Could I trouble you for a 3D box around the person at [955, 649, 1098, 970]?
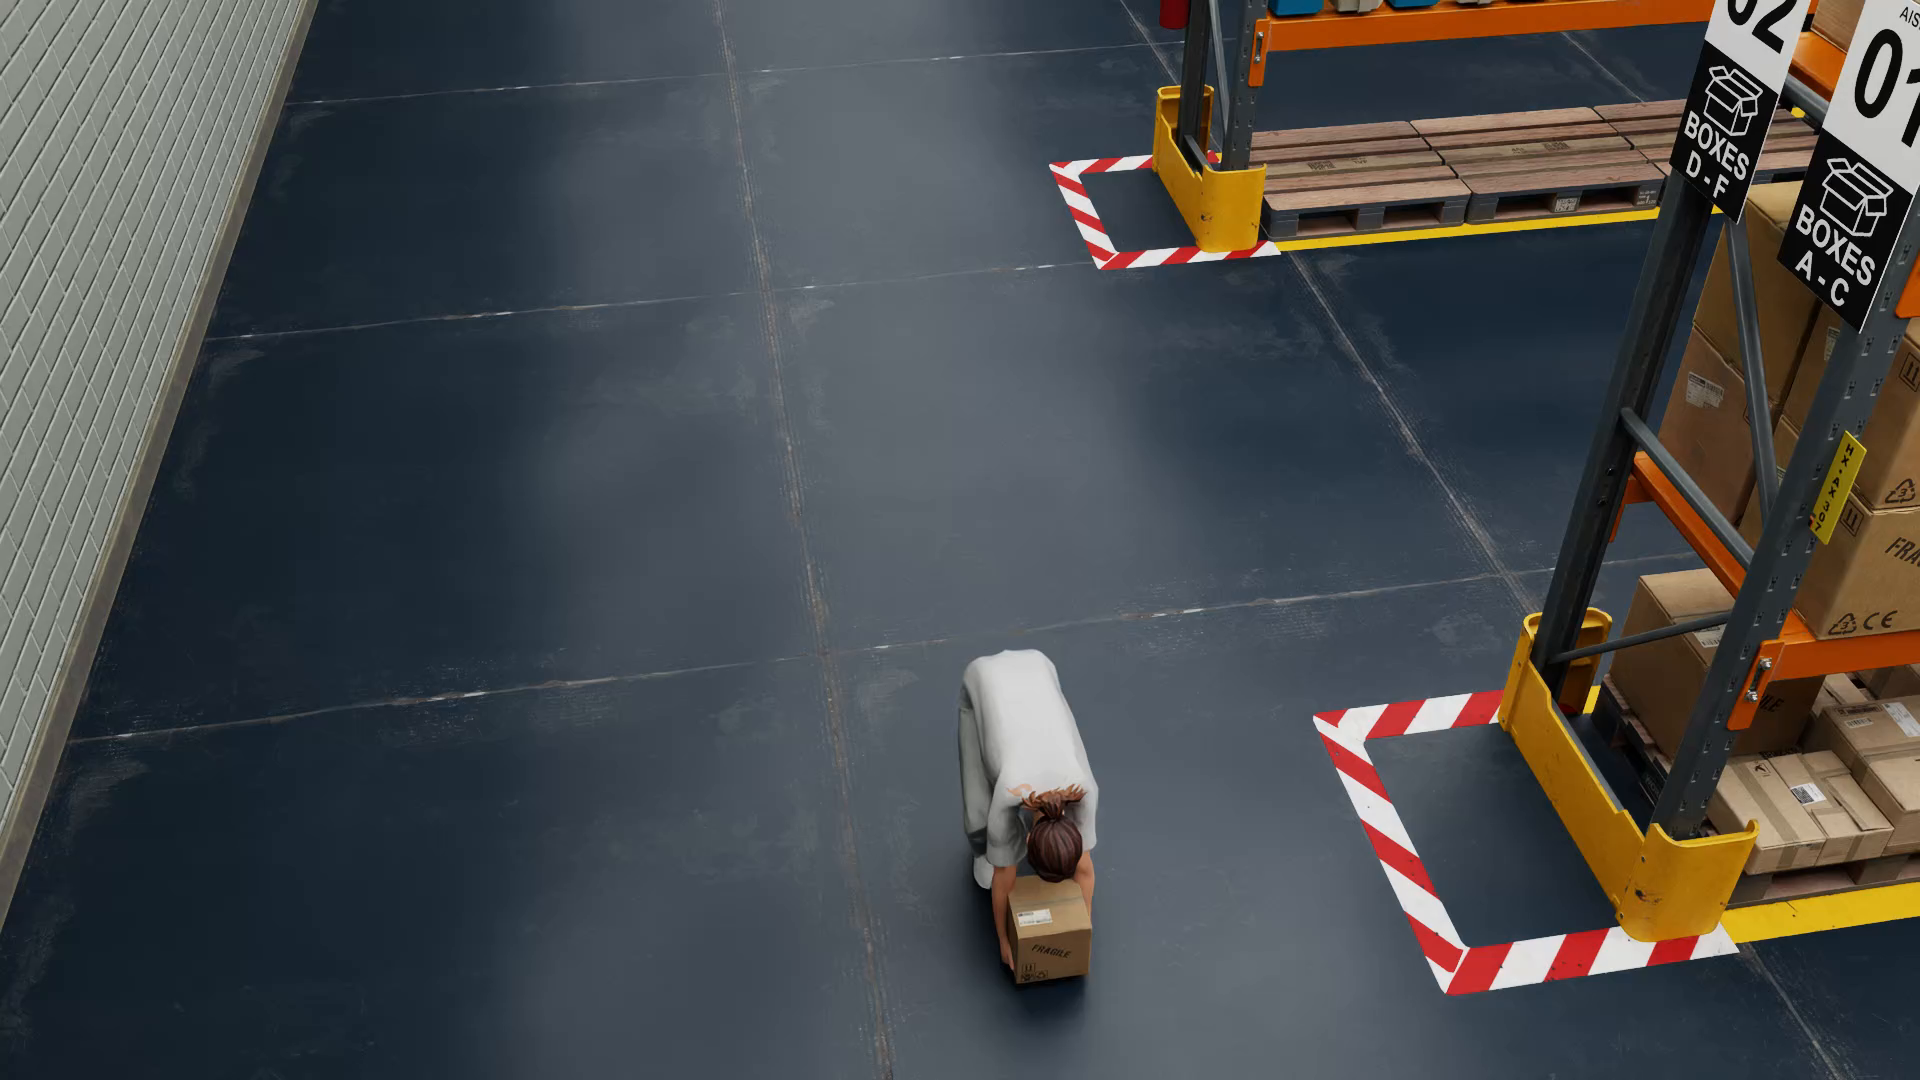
[{"bbox_3d":[0.241,0.925,5.676,0.472,0.830,0.847,-8,39,-10],"label":"person"}]
